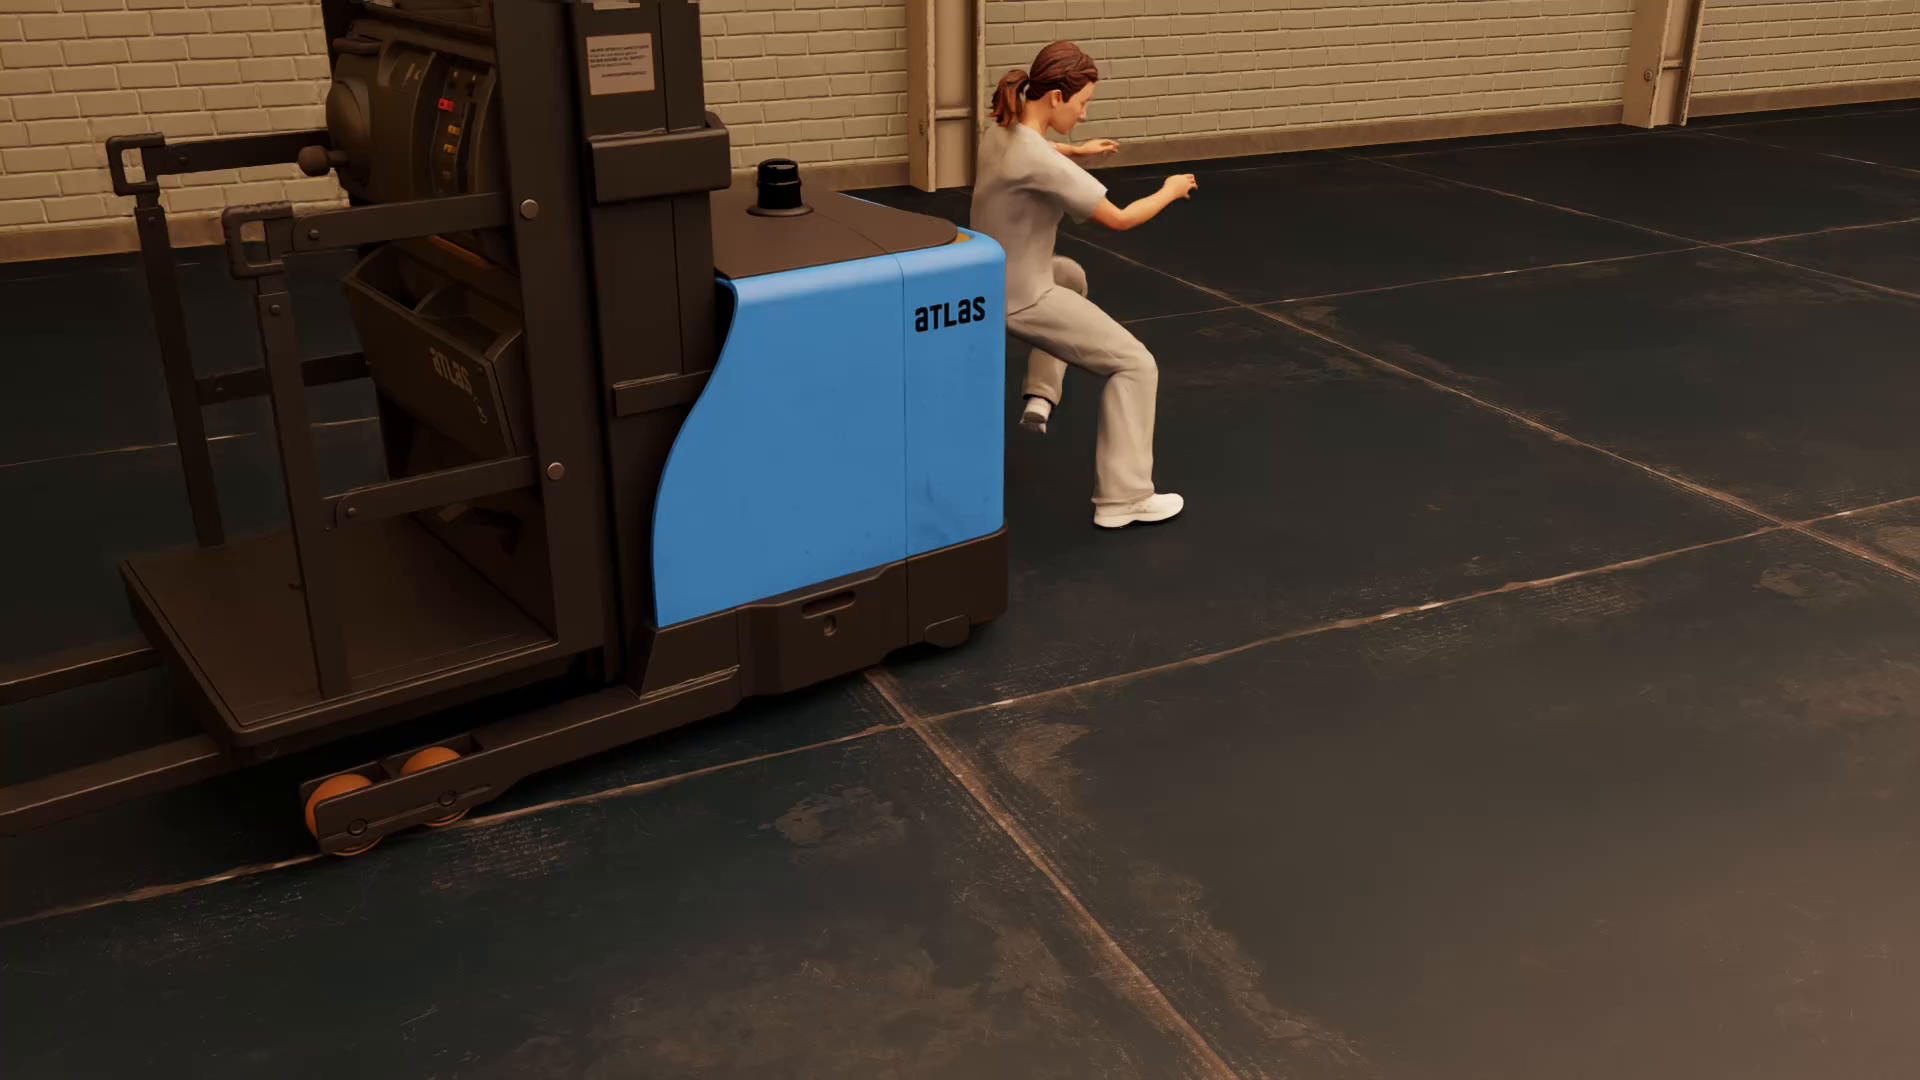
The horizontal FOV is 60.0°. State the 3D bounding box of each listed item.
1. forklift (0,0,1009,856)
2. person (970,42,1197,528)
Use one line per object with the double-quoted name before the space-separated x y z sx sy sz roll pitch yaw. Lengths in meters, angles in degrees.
"forklift" -1.359 -0.918 3.497 3.031 2.935 1.130 -16 27 -33
"person" 0.389 -0.862 5.315 0.697 1.423 0.929 -6 23 -13
